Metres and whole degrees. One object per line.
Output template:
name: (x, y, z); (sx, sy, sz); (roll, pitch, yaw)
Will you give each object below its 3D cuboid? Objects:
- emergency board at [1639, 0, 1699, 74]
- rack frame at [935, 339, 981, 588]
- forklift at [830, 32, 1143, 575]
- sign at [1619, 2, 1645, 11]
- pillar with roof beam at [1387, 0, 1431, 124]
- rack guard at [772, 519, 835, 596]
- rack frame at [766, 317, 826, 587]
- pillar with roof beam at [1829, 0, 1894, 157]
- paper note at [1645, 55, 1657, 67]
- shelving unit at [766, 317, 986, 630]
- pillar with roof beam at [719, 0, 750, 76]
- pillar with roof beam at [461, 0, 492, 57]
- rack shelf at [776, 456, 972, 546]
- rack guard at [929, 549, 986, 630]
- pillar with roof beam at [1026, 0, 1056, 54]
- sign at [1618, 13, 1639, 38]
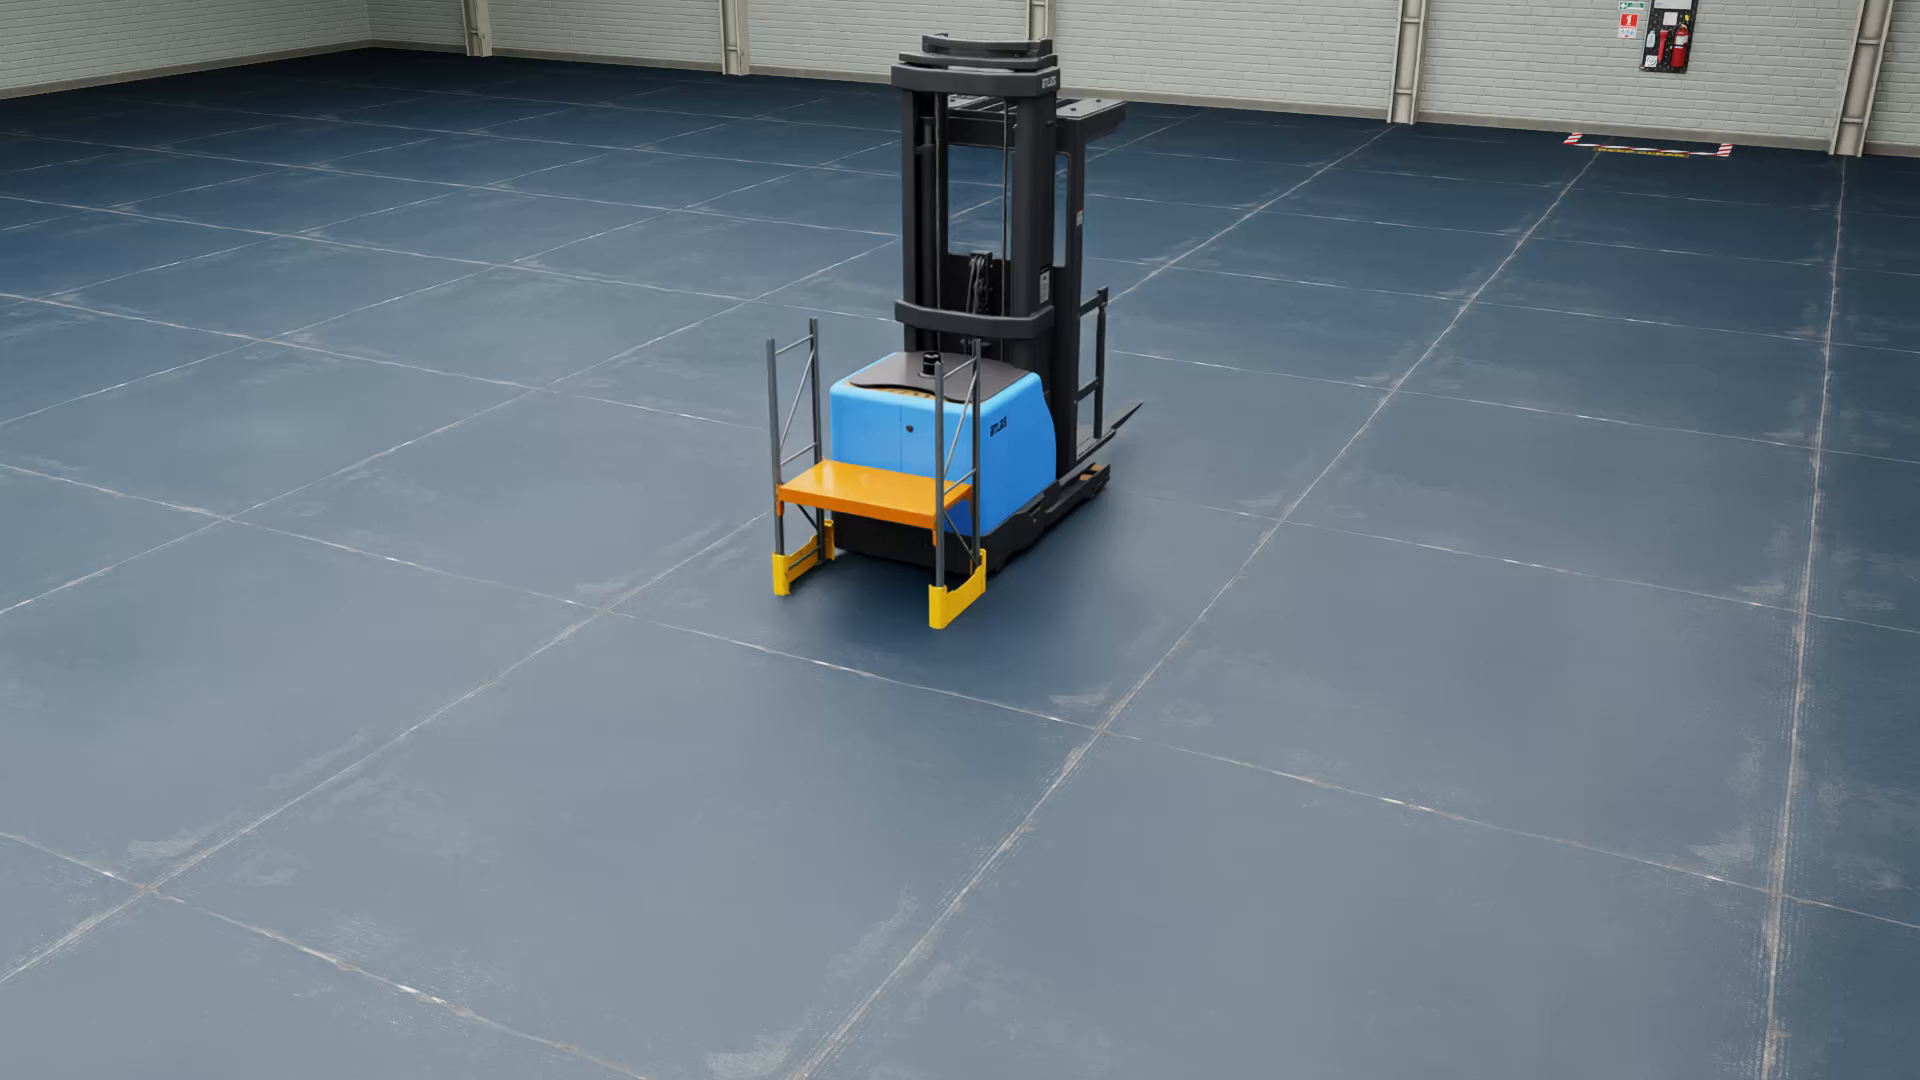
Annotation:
emergency board: (9.836, -7.076, 23.055); (0.643, 1.169, 0.194); (11, 25, 25)
rack frame: (-0.009, -0.307, 9.055); (0.032, 1.500, 0.500); (11, 25, 24)
forklift: (0.343, -1.685, 10.467); (1.130, 2.935, 3.031); (11, 25, 25)
sign: (9.389, -7.466, 23.250); (0.331, 0.109, 0.001); (11, 25, 25)
pillar with roof beam: (4.728, -8.943, 19.779); (0.400, 9.000, 9.100); (11, 25, 25)
rack guard: (-0.907, 0.099, 9.698); (0.087, 0.250, 0.587); (11, 25, 24)
rack frame: (-0.925, -0.479, 9.461); (0.032, 1.500, 0.500); (11, 25, 24)
pillar with roof beam: (10.082, -7.883, 17.288); (0.400, 9.000, 9.100); (11, 25, 25)
paper note: (9.709, -6.726, 23.358); (0.142, 0.148, 0.016); (11, 25, 25)
shelving unit: (-0.459, -0.391, 9.254); (1.083, 1.500, 0.587); (11, 25, 24)
pillar with roof beam: (-5.982, -11.062, 24.762); (0.400, 9.000, 9.100); (11, 25, 25)
pillar with roof beam: (-11.336, -12.121, 27.253); (0.400, 9.000, 9.100); (11, 25, 25)
rack shelf: (-0.467, -0.227, 9.328); (1.000, 0.185, 0.538); (11, 25, 24)
rack guard: (-0.010, 0.268, 9.300); (0.087, 0.250, 0.587); (11, 25, 24)
pillar with roof beam: (-0.627, -10.002, 22.271); (0.400, 9.000, 9.100); (11, 25, 25)
sign: (9.389, -7.226, 23.362); (0.234, 0.329, 0.001); (11, 25, 25)
